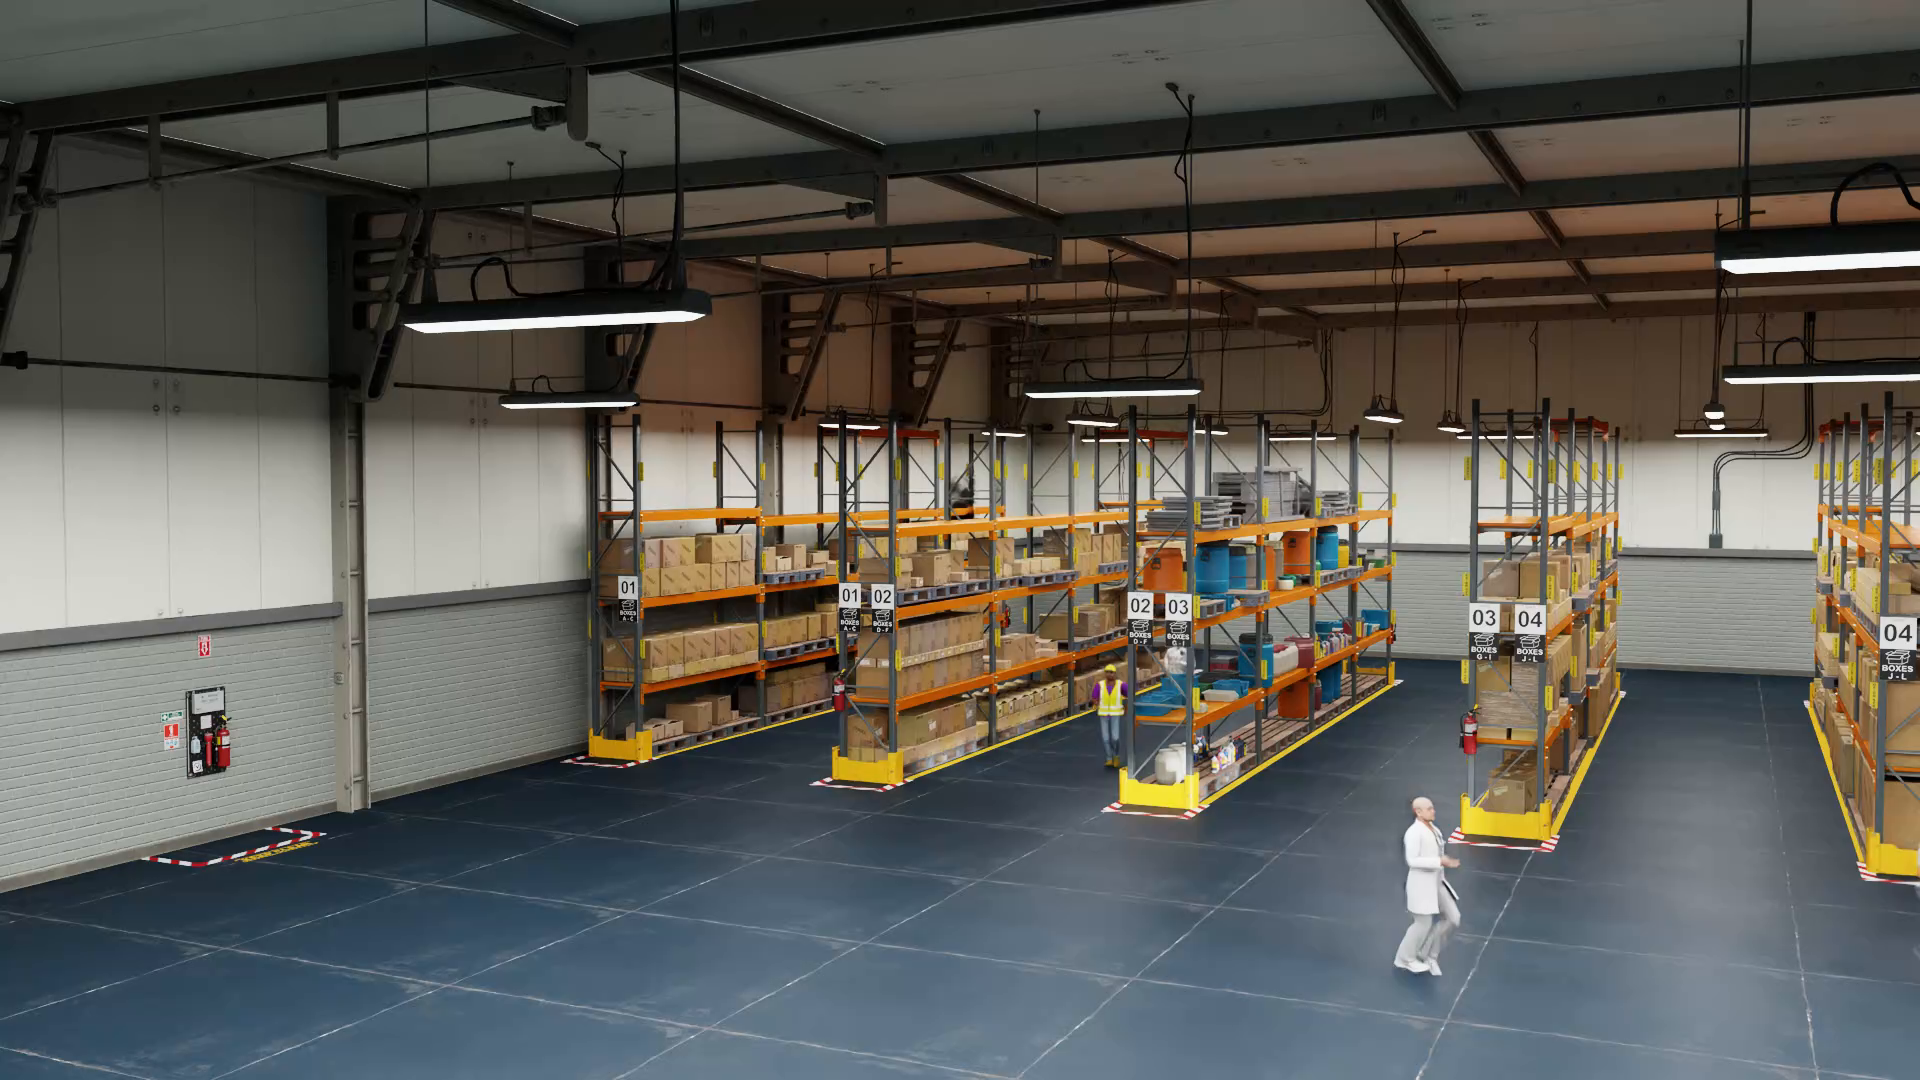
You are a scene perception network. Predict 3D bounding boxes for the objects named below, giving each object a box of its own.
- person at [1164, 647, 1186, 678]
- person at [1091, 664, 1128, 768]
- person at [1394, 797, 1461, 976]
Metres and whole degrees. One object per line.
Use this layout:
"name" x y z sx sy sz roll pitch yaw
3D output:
"person" 4.410 2.761 33.698 0.587 1.742 0.791 1 2 13
"person" 2.537 2.975 28.006 0.680 1.749 0.626 1 2 15
"person" 4.655 3.447 16.450 0.724 1.797 0.688 2 3 44
